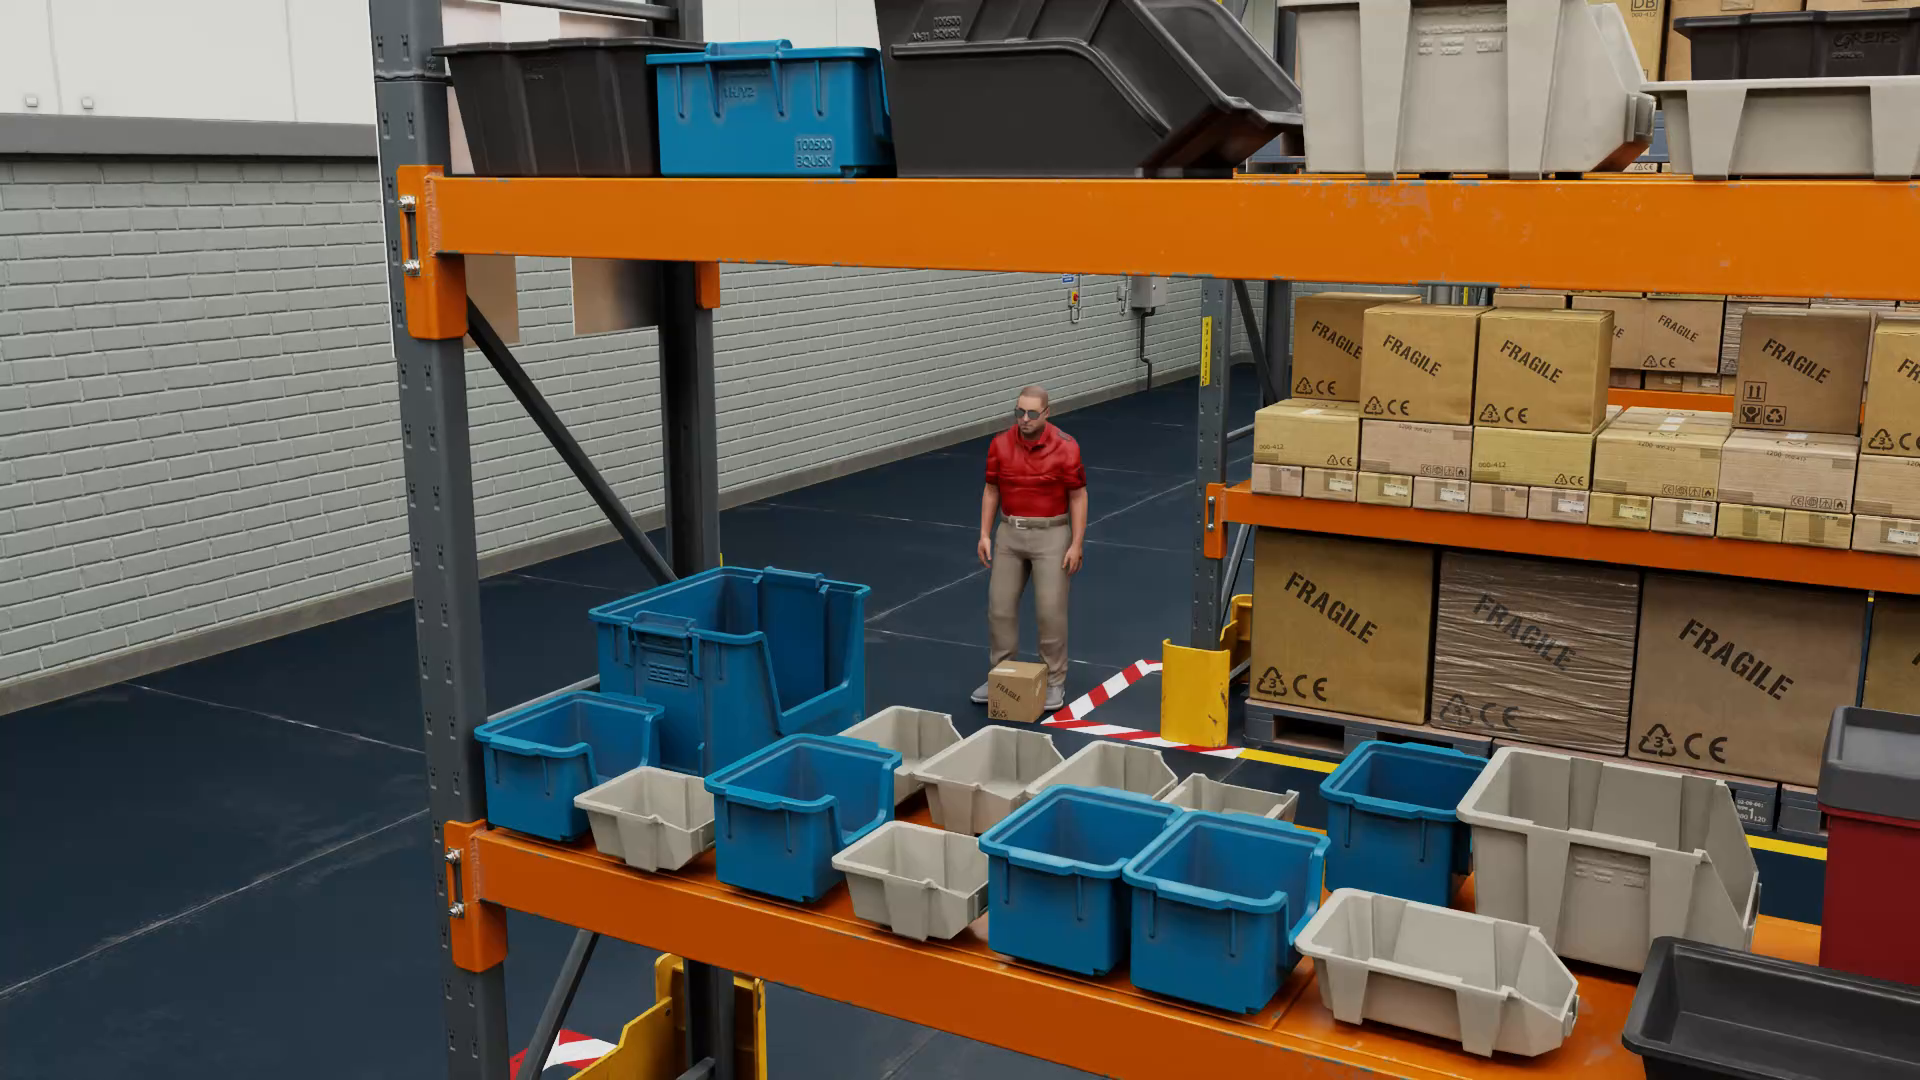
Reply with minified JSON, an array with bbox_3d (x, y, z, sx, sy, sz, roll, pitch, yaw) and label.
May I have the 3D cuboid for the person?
[{"bbox_3d":[0.382,0.027,8.882,0.589,1.726,0.393,5,13,21],"label":"person"}]
